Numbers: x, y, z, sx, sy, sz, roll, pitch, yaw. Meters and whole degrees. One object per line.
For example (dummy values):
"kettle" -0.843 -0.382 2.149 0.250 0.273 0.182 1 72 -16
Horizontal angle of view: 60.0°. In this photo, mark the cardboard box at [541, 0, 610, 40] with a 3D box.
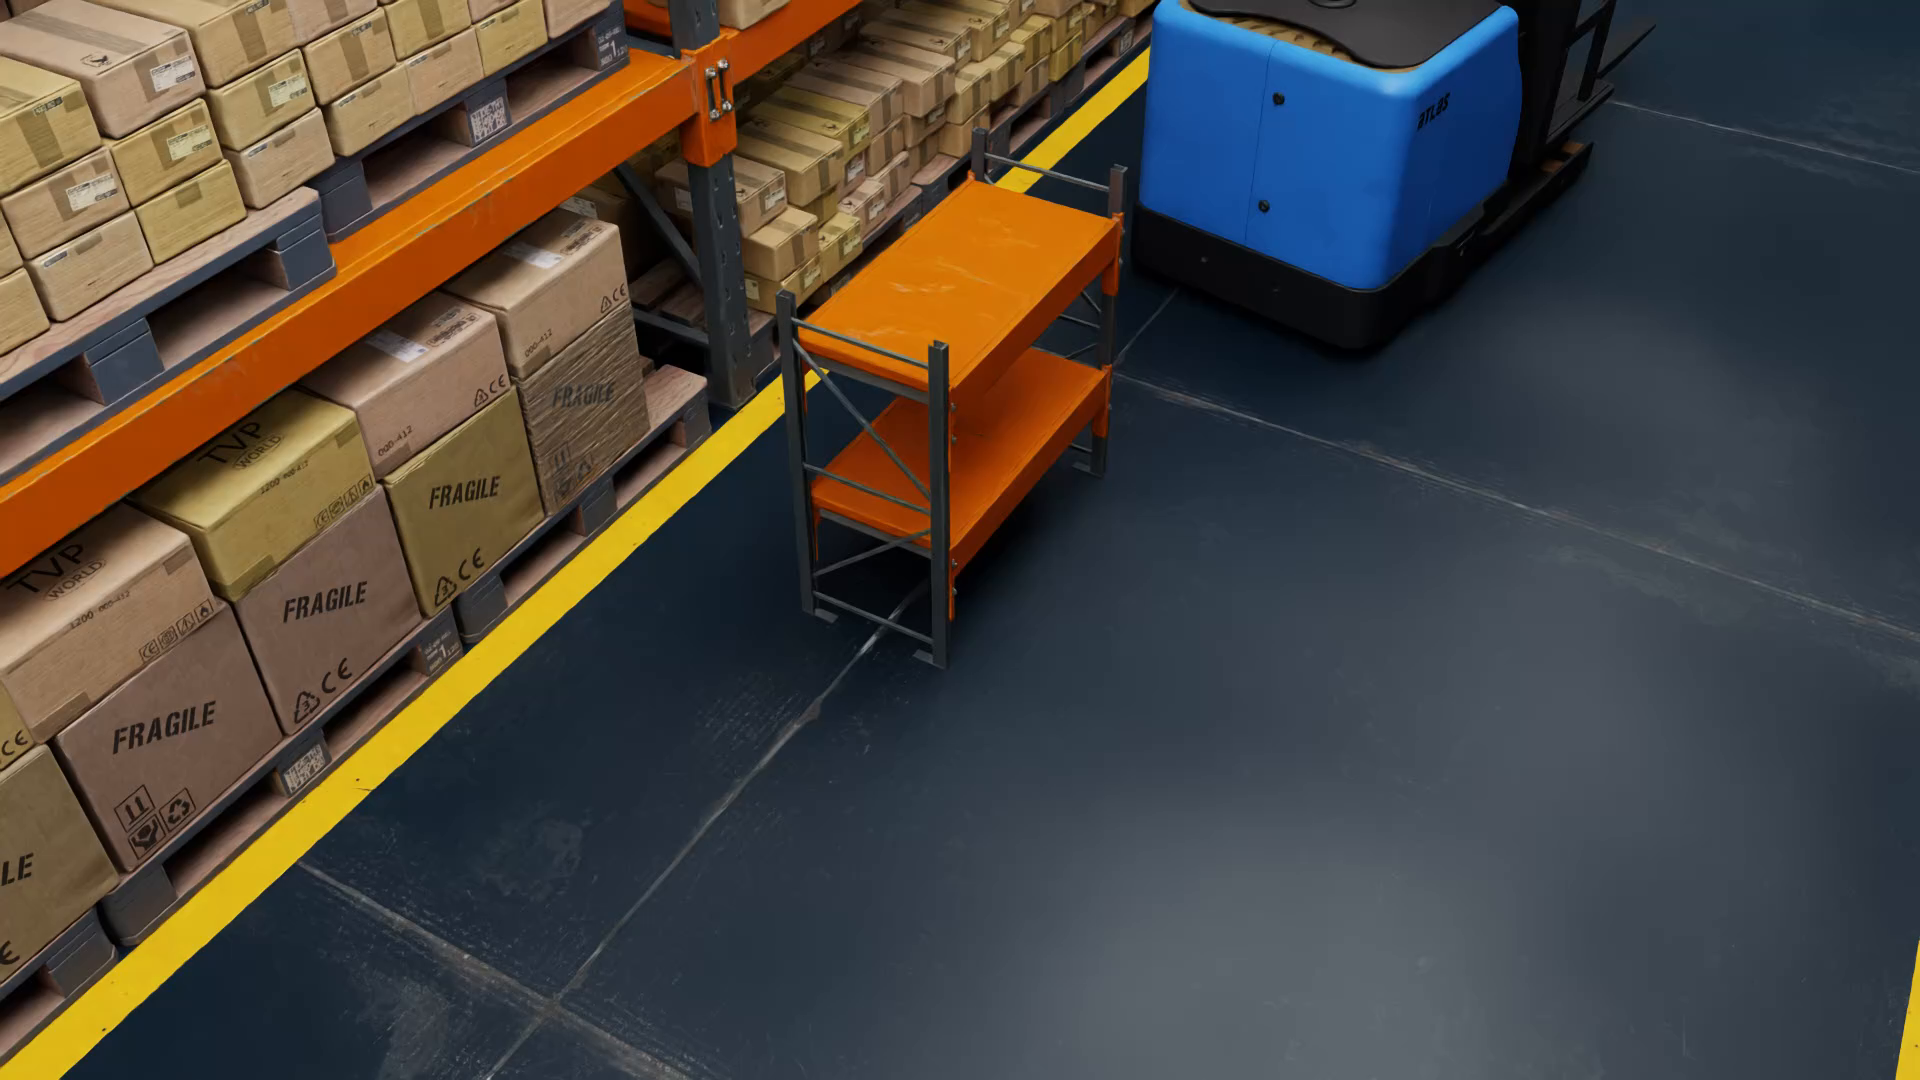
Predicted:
"cardboard box" -1.203 -1.537 4.598 0.380 0.149 0.250 20 45 21

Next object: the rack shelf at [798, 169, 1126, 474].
"rack shelf" 0.003 -0.646 4.689 0.538 0.278 1.000 21 45 22

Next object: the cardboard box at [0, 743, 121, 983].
"cardboard box" -2.353 0.693 3.767 0.500 0.500 0.500 21 46 23

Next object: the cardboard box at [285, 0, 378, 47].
"cardboard box" -1.603 -1.308 3.887 0.380 0.149 0.250 21 45 22

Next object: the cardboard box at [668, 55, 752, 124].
"cardboard box" -1.011 -1.672 6.268 0.380 0.149 0.250 21 45 22

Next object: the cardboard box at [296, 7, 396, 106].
"cardboard box" -1.594 -1.199 3.989 0.380 0.149 0.250 19 45 21

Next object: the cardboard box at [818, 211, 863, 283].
"cardboard box" -0.582 -1.109 6.079 0.380 0.149 0.250 22 46 23

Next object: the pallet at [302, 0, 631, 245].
"pallet" -1.684 -1.306 4.608 1.003 0.211 1.213 21 45 22

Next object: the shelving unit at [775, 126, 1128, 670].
"shelving unit" 0.003 -0.426 4.883 0.538 1.125 1.048 21 45 22

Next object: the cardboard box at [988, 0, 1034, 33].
"cardboard box" 0.087 -2.251 6.926 0.380 0.149 0.250 19 45 21

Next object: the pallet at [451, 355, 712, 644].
"pallet" -1.564 -0.274 5.402 1.003 0.211 1.213 21 45 22

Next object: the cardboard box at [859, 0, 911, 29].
"cardboard box" -0.414 -2.244 6.918 0.380 0.149 0.250 21 46 22

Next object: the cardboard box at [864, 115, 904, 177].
"cardboard box" -0.440 -1.547 6.351 0.380 0.149 0.250 19 45 20

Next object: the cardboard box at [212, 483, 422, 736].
"cardboard box" -1.845 0.106 4.434 0.500 0.500 0.500 20 45 21

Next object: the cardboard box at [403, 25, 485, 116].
"cardboard box" -1.458 -1.247 4.268 0.380 0.149 0.250 21 45 22

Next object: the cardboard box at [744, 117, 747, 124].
"cardboard box" -0.839 -1.681 6.503 0.380 0.149 0.250 21 46 22

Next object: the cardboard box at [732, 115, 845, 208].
"cardboard box" -0.634 -1.344 5.896 0.380 0.149 0.250 23 46 24

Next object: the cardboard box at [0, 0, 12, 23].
"cardboard box" -2.417 -1.240 3.811 0.380 0.149 0.250 23 46 24

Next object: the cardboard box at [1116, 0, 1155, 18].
"cardboard box" 0.703 -2.592 7.764 0.380 0.149 0.250 22 46 23

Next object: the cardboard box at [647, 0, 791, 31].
"cardboard box" -0.750 -1.726 5.131 0.380 0.149 0.250 23 46 24

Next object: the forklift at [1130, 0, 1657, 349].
"forklift" 1.977 -2.688 6.085 1.130 2.935 3.031 29 49 28

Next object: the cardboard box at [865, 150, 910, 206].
"cardboard box" -0.419 -1.430 6.444 0.380 0.149 0.250 20 45 21

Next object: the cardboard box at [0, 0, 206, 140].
"cardboard box" -1.860 -1.014 3.554 0.380 0.149 0.250 19 45 20

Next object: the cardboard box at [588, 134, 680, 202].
"cardboard box" -1.223 -1.367 5.922 0.380 0.149 0.250 22 46 23

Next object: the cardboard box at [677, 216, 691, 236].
"cardboard box" -1.072 -1.313 6.310 0.380 0.149 0.250 22 46 23

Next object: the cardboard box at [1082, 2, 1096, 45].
"cardboard box" 0.383 -2.324 7.459 0.380 0.149 0.250 21 46 22

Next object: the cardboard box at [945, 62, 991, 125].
"cardboard box" -0.100 -1.820 6.661 0.380 0.149 0.250 21 45 22

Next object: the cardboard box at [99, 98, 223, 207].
"cardboard box" -1.860 -0.893 3.642 0.380 0.149 0.250 21 46 22

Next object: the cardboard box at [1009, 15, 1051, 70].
"cardboard box" 0.159 -2.119 7.001 0.380 0.149 0.250 23 46 24

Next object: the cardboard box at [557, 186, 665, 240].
"cardboard box" -1.293 -1.251 6.016 0.380 0.149 0.250 22 46 23

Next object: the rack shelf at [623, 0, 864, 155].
"rack shelf" -0.174 -2.641 6.524 1.077 0.370 4.000 21 45 22

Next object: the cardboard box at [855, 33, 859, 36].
"cardboard box" -0.406 -2.118 7.000 0.380 0.149 0.250 23 46 24

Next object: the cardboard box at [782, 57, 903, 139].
"cardboard box" -0.440 -1.662 6.257 0.380 0.149 0.250 20 45 21

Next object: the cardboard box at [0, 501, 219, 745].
"cardboard box" -2.110 0.137 3.830 0.500 0.250 0.500 21 46 22

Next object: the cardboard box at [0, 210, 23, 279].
"cardboard box" -2.118 -0.600 3.309 0.380 0.149 0.250 21 45 22

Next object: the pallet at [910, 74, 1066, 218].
"pallet" -0.260 -1.817 7.154 1.003 0.211 1.213 21 45 22

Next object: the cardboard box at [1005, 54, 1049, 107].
"cardboard box" 0.156 -2.008 7.100 0.380 0.149 0.250 22 46 23

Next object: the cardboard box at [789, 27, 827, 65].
"cardboard box" -0.758 -1.980 6.618 0.380 0.149 0.250 19 45 20

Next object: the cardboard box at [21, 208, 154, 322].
"cardboard box" -1.985 -0.638 3.578 0.380 0.149 0.250 19 45 21

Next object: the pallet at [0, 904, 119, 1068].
"pallet" -2.785 1.122 3.816 1.003 0.211 1.213 21 45 22

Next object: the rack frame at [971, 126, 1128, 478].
"rack frame" 0.258 -0.717 5.213 0.500 1.125 0.032 21 45 22

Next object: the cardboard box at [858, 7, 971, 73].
"cardboard box" -0.177 -1.964 6.600 0.380 0.149 0.250 19 45 20

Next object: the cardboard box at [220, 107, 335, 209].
"cardboard box" -1.718 -0.942 3.923 0.380 0.149 0.250 19 45 20

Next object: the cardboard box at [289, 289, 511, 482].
"cardboard box" -1.598 -0.468 4.518 0.500 0.250 0.500 23 46 24

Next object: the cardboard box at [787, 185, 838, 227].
"cardboard box" -0.668 -1.242 6.005 0.380 0.149 0.250 21 46 22

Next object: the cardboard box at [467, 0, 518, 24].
"cardboard box" -1.334 -1.498 4.328 0.380 0.149 0.250 21 46 22

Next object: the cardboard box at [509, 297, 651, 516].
"cardboard box" -1.327 -0.479 5.098 0.500 0.500 0.500 20 45 21

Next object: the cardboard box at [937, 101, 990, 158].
"cardboard box" -0.101 -1.712 6.764 0.380 0.149 0.250 20 45 21
